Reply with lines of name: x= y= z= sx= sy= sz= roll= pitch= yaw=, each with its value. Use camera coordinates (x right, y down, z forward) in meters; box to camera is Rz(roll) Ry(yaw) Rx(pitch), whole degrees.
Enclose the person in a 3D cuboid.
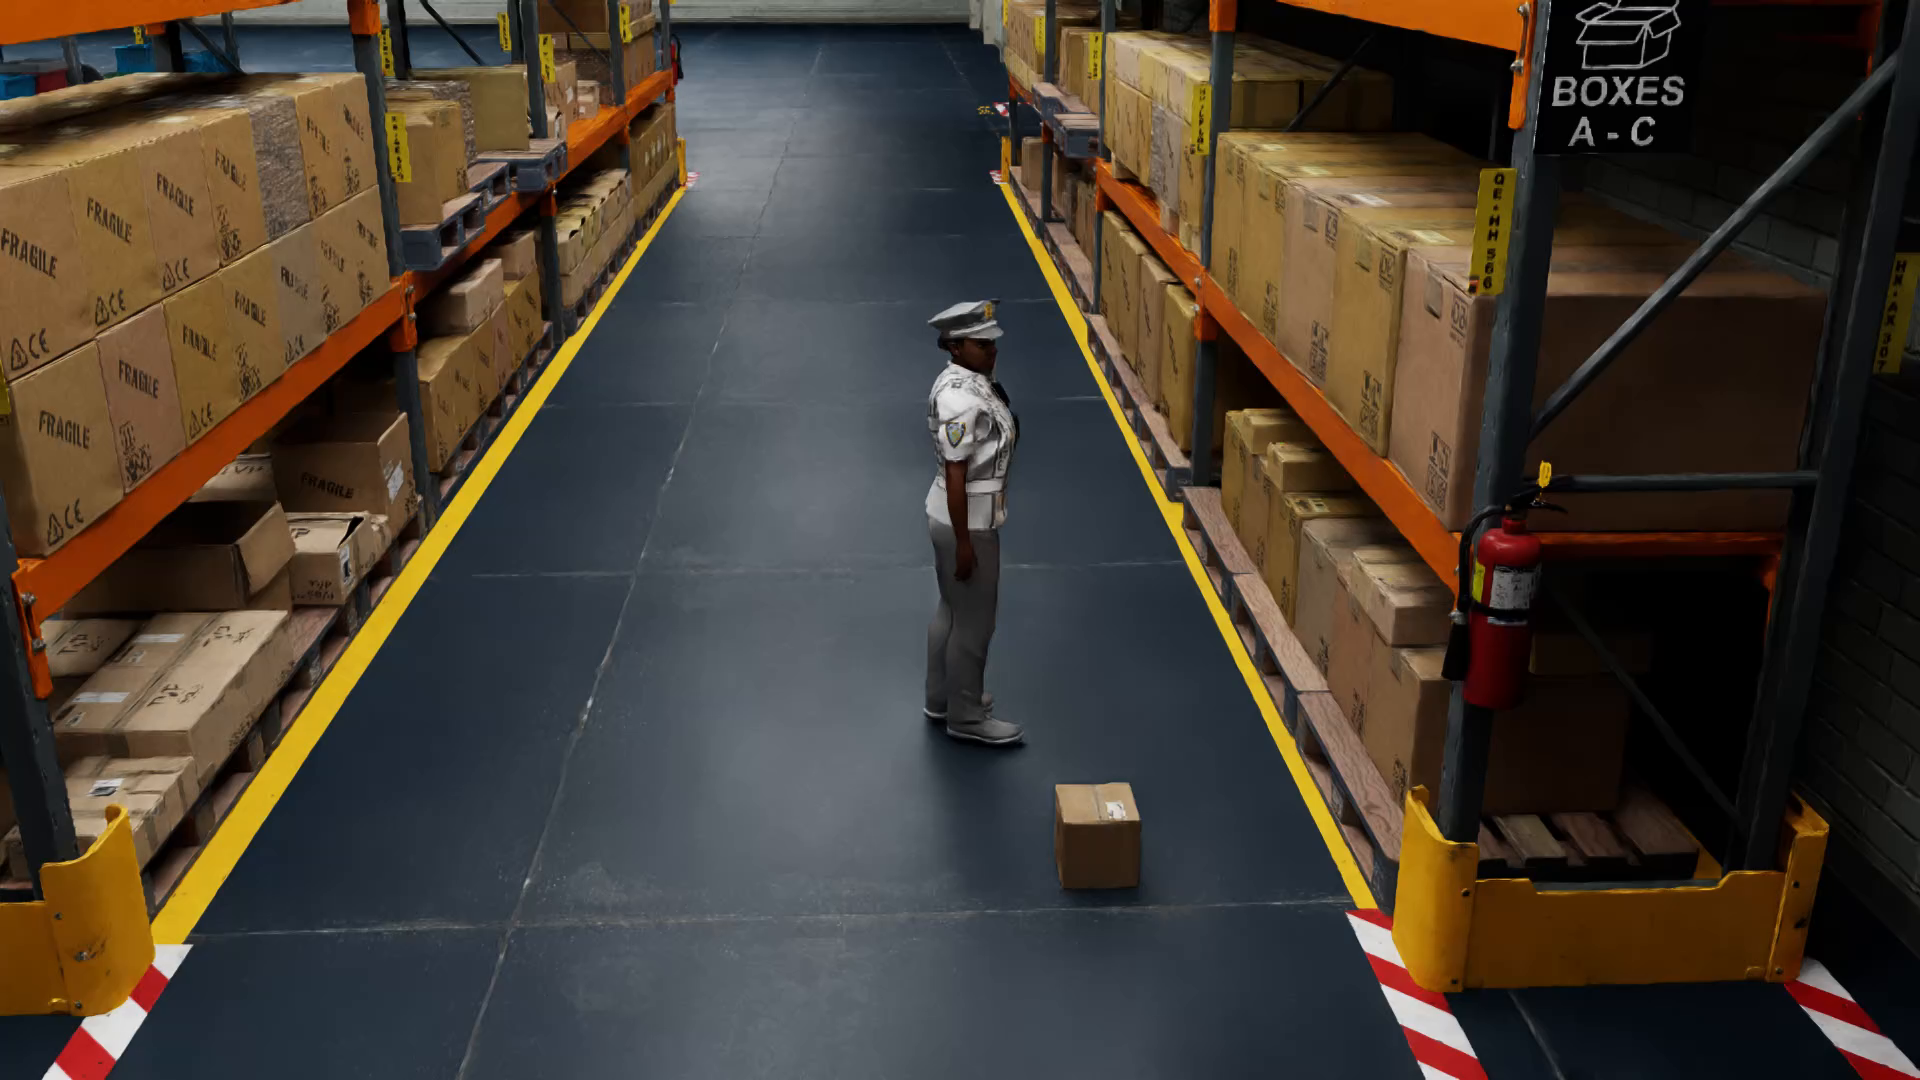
person: x=0.052 y=-0.086 z=6.221 sx=0.388 sy=1.685 sz=0.584 roll=1 pitch=21 yaw=1
